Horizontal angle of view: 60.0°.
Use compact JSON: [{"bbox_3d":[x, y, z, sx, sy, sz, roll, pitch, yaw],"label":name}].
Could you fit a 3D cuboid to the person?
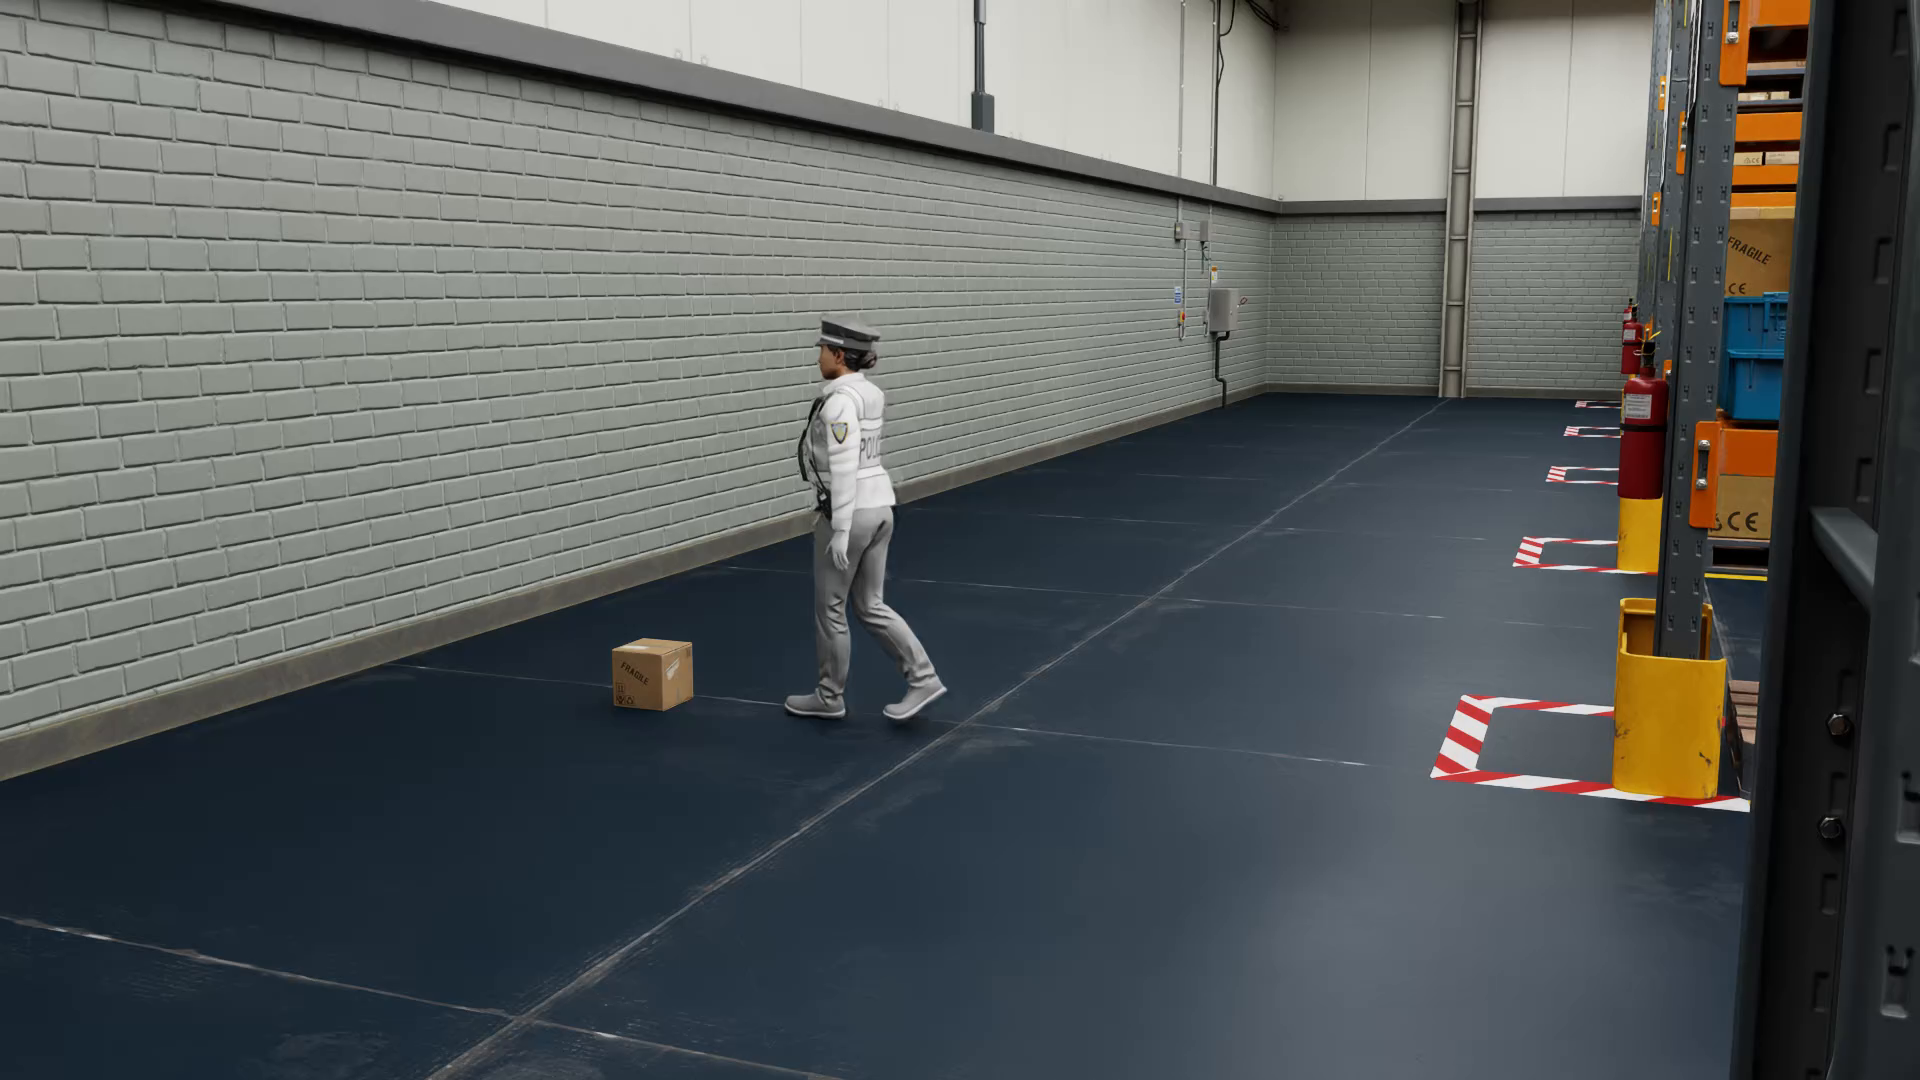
[{"bbox_3d":[-0.489,-0.088,6.792,0.634,1.681,0.513,3,9,21],"label":"person"}]
